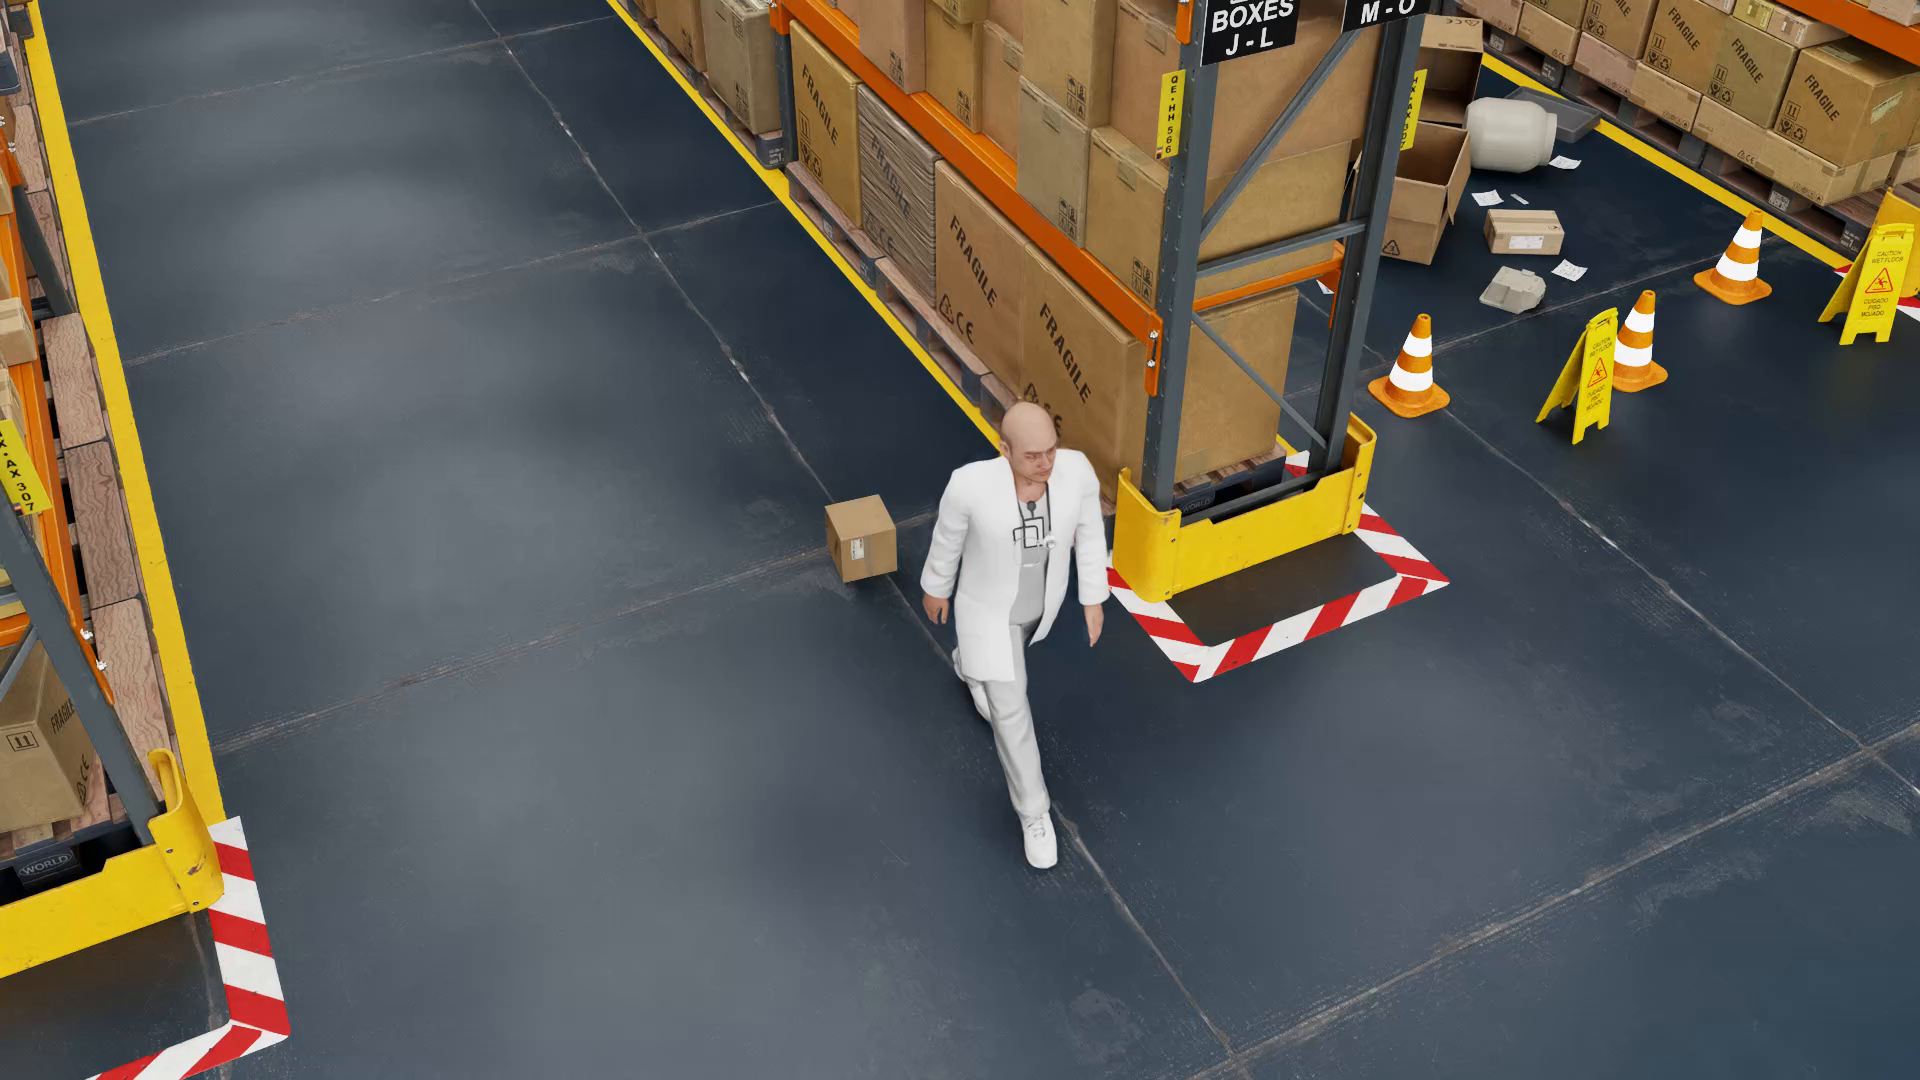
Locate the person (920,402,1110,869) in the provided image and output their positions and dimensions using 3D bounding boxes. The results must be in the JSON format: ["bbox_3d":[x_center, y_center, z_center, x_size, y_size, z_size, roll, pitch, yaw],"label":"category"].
[{"bbox_3d":[0.223,0.212,5.918,0.610,1.710,1.127,-17,44,-19],"label":"person"}]
